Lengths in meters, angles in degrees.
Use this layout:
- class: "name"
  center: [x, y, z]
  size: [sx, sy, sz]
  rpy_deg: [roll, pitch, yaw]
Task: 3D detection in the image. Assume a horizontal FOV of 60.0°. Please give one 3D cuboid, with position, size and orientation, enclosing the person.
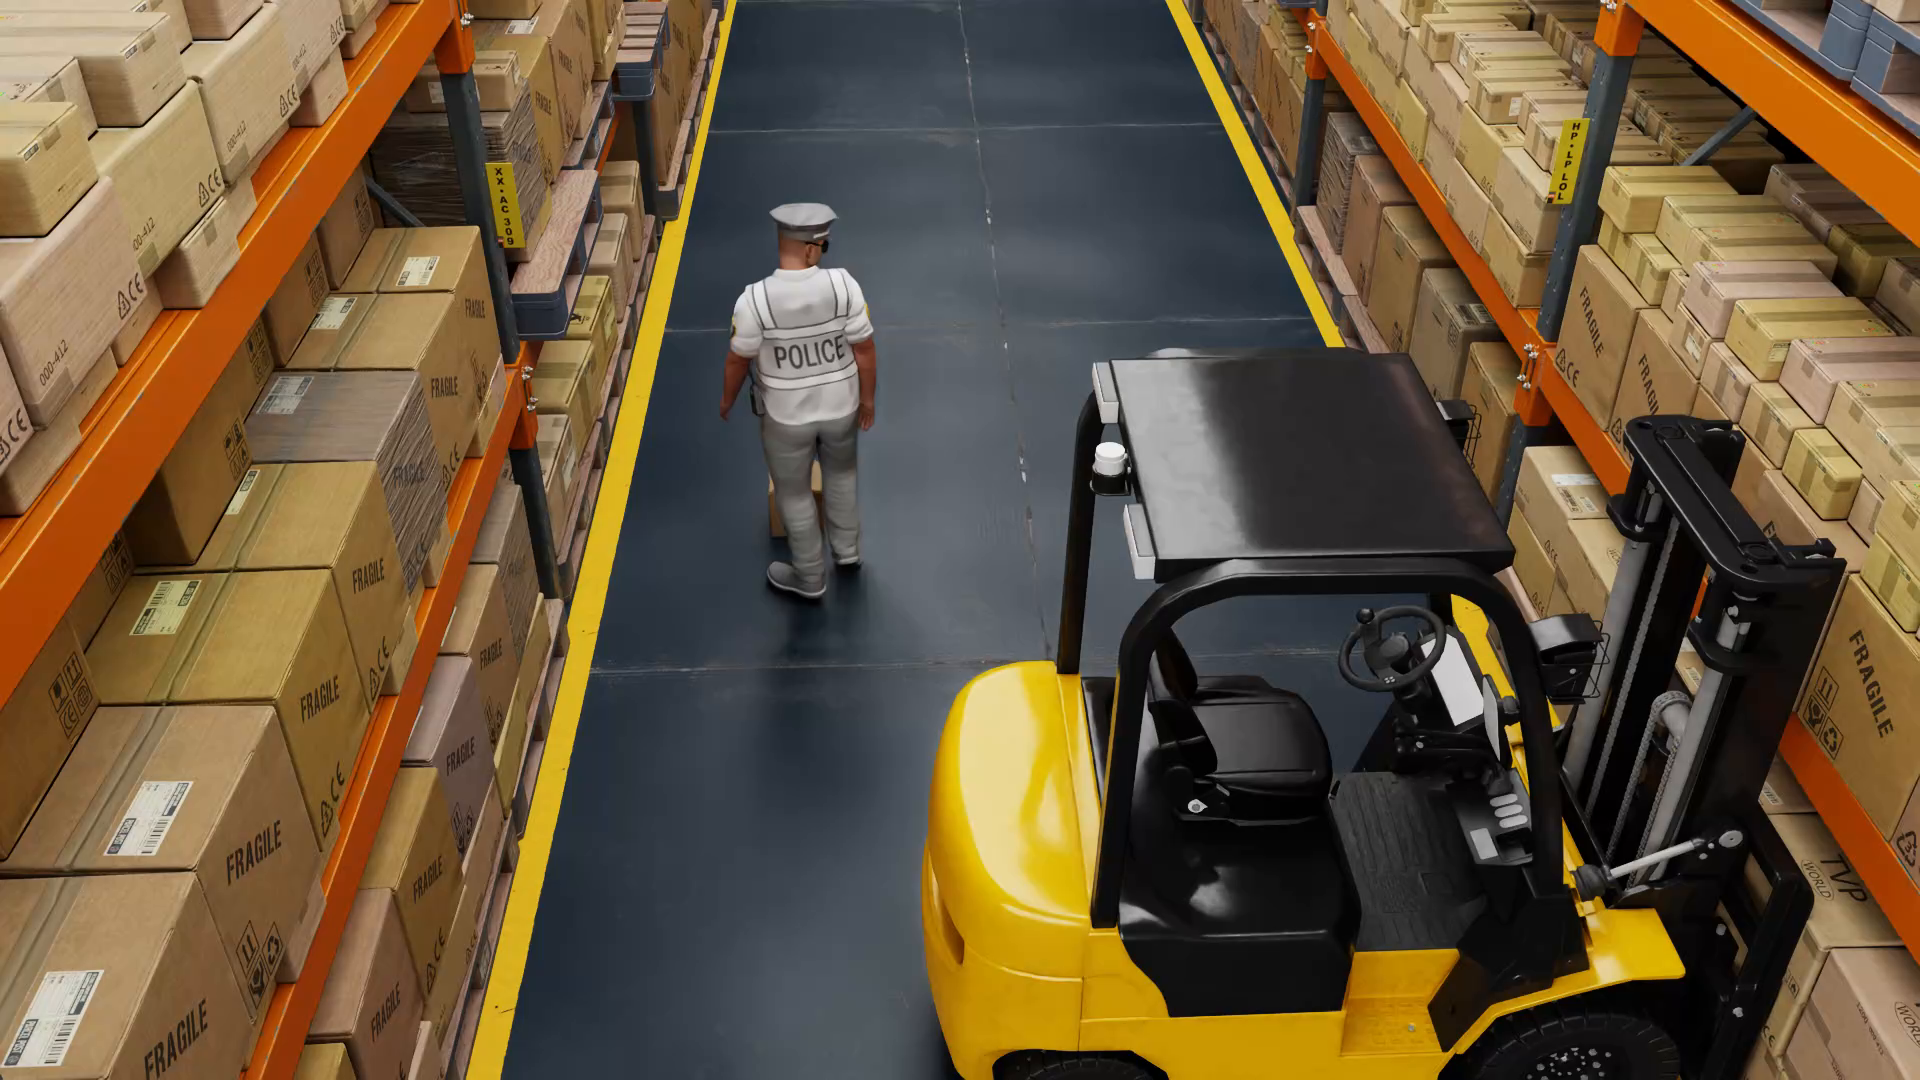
- class: "person"
  center: [-0.667, -0.533, 6.937]
  size: [0.594, 1.825, 0.486]
  rpy_deg: [-15, 38, -21]
